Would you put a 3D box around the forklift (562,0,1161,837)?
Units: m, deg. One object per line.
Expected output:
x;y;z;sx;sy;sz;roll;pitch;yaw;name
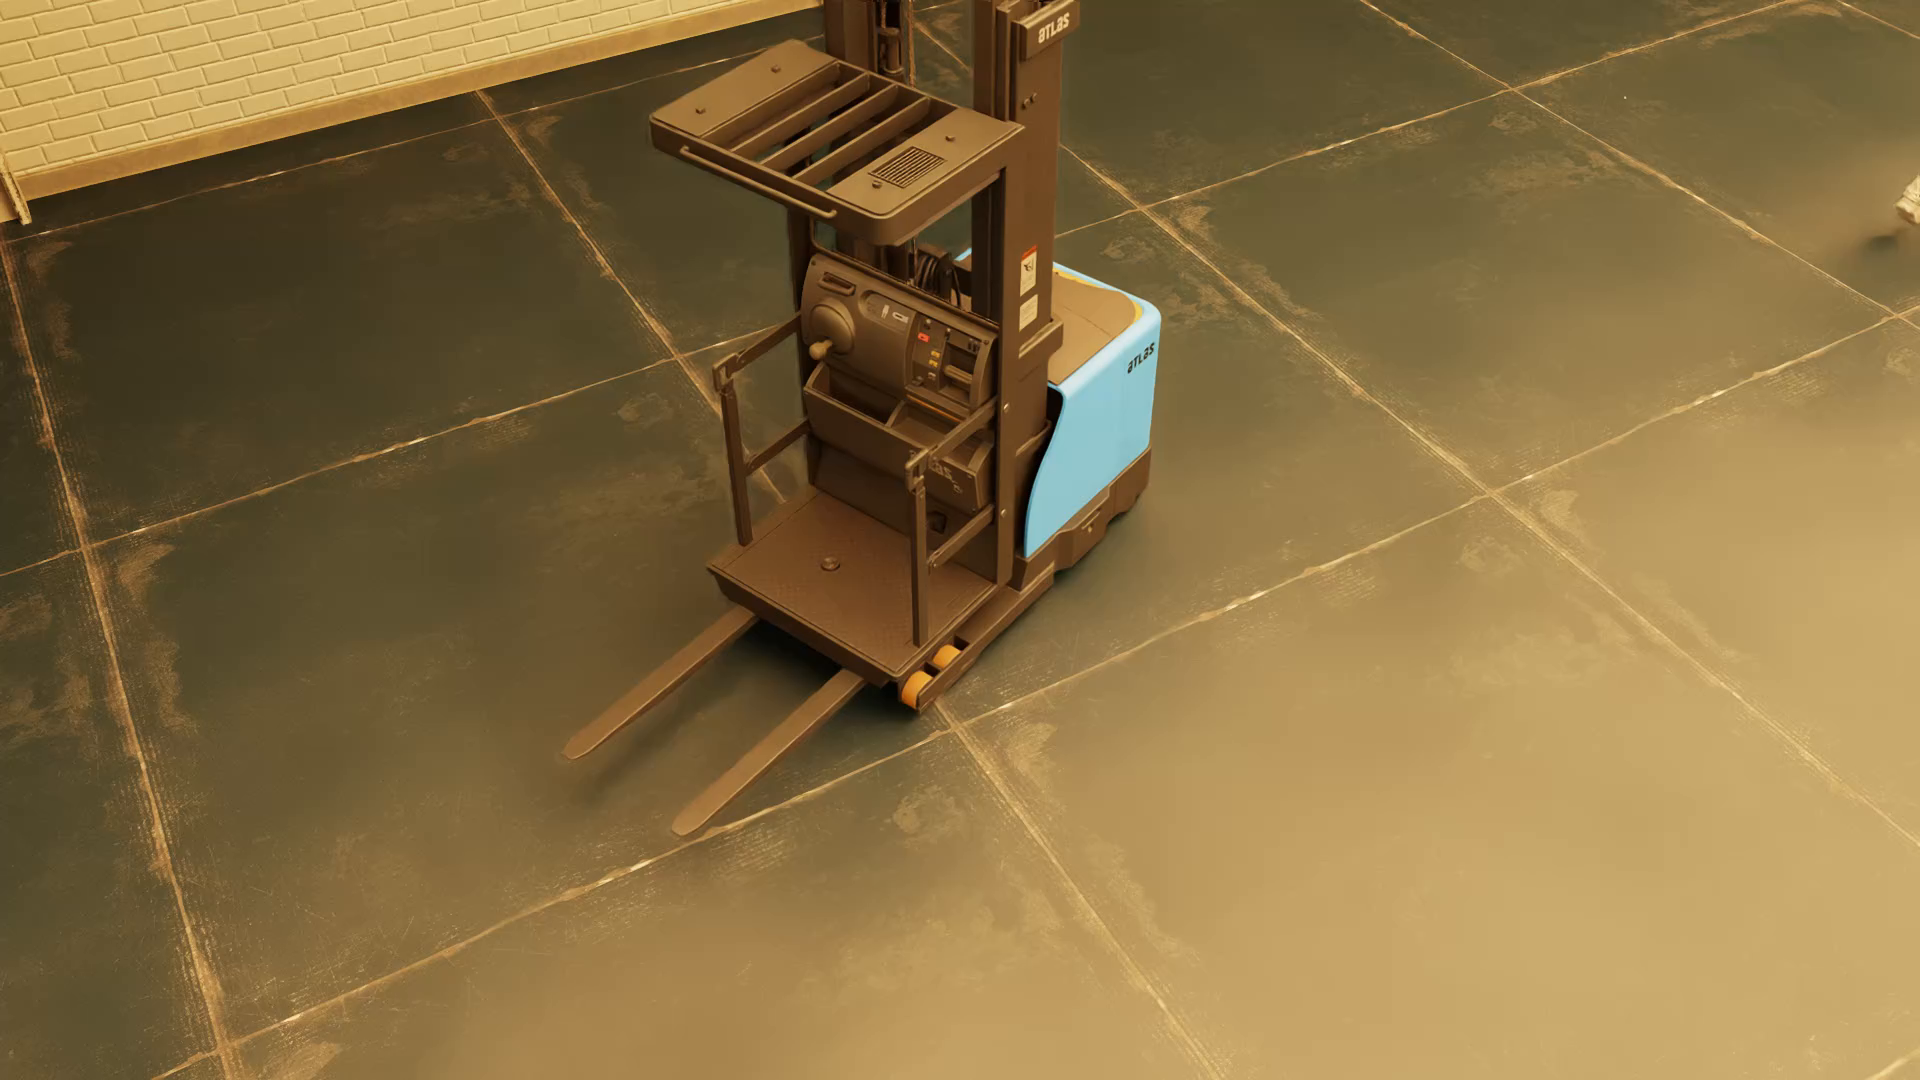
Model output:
-0.390;-0.735;6.490;1.130;2.935;3.031;28;50;27;forklift

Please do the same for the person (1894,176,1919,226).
5.687;-2.371;9.122;0.485;1.752;0.724;-12;44;-12;person
